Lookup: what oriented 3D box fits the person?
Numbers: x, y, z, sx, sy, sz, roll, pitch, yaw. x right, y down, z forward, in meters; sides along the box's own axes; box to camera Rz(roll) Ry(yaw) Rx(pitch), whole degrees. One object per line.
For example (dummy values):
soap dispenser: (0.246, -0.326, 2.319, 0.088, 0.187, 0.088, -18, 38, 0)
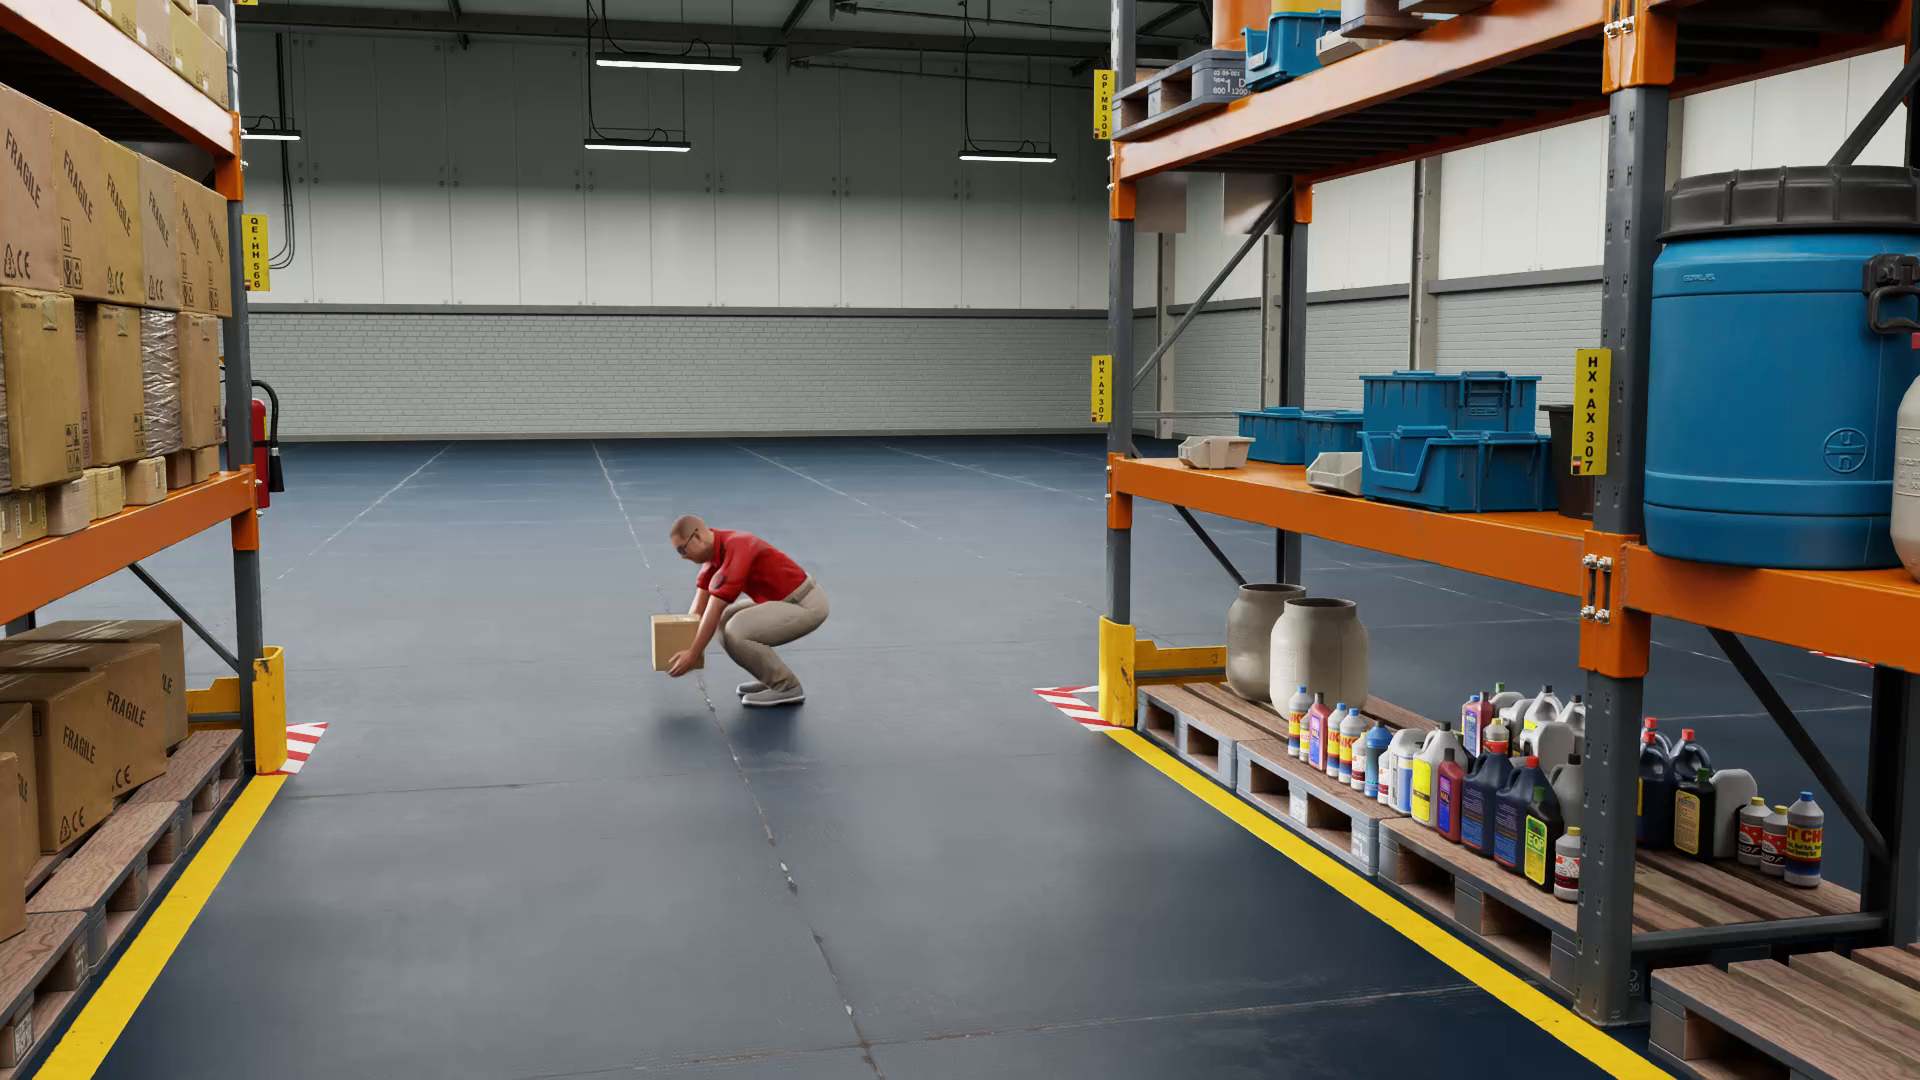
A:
person: (-1.116, 0.353, 8.672, 0.877, 1.002, 0.567, -2, 6, -14)
